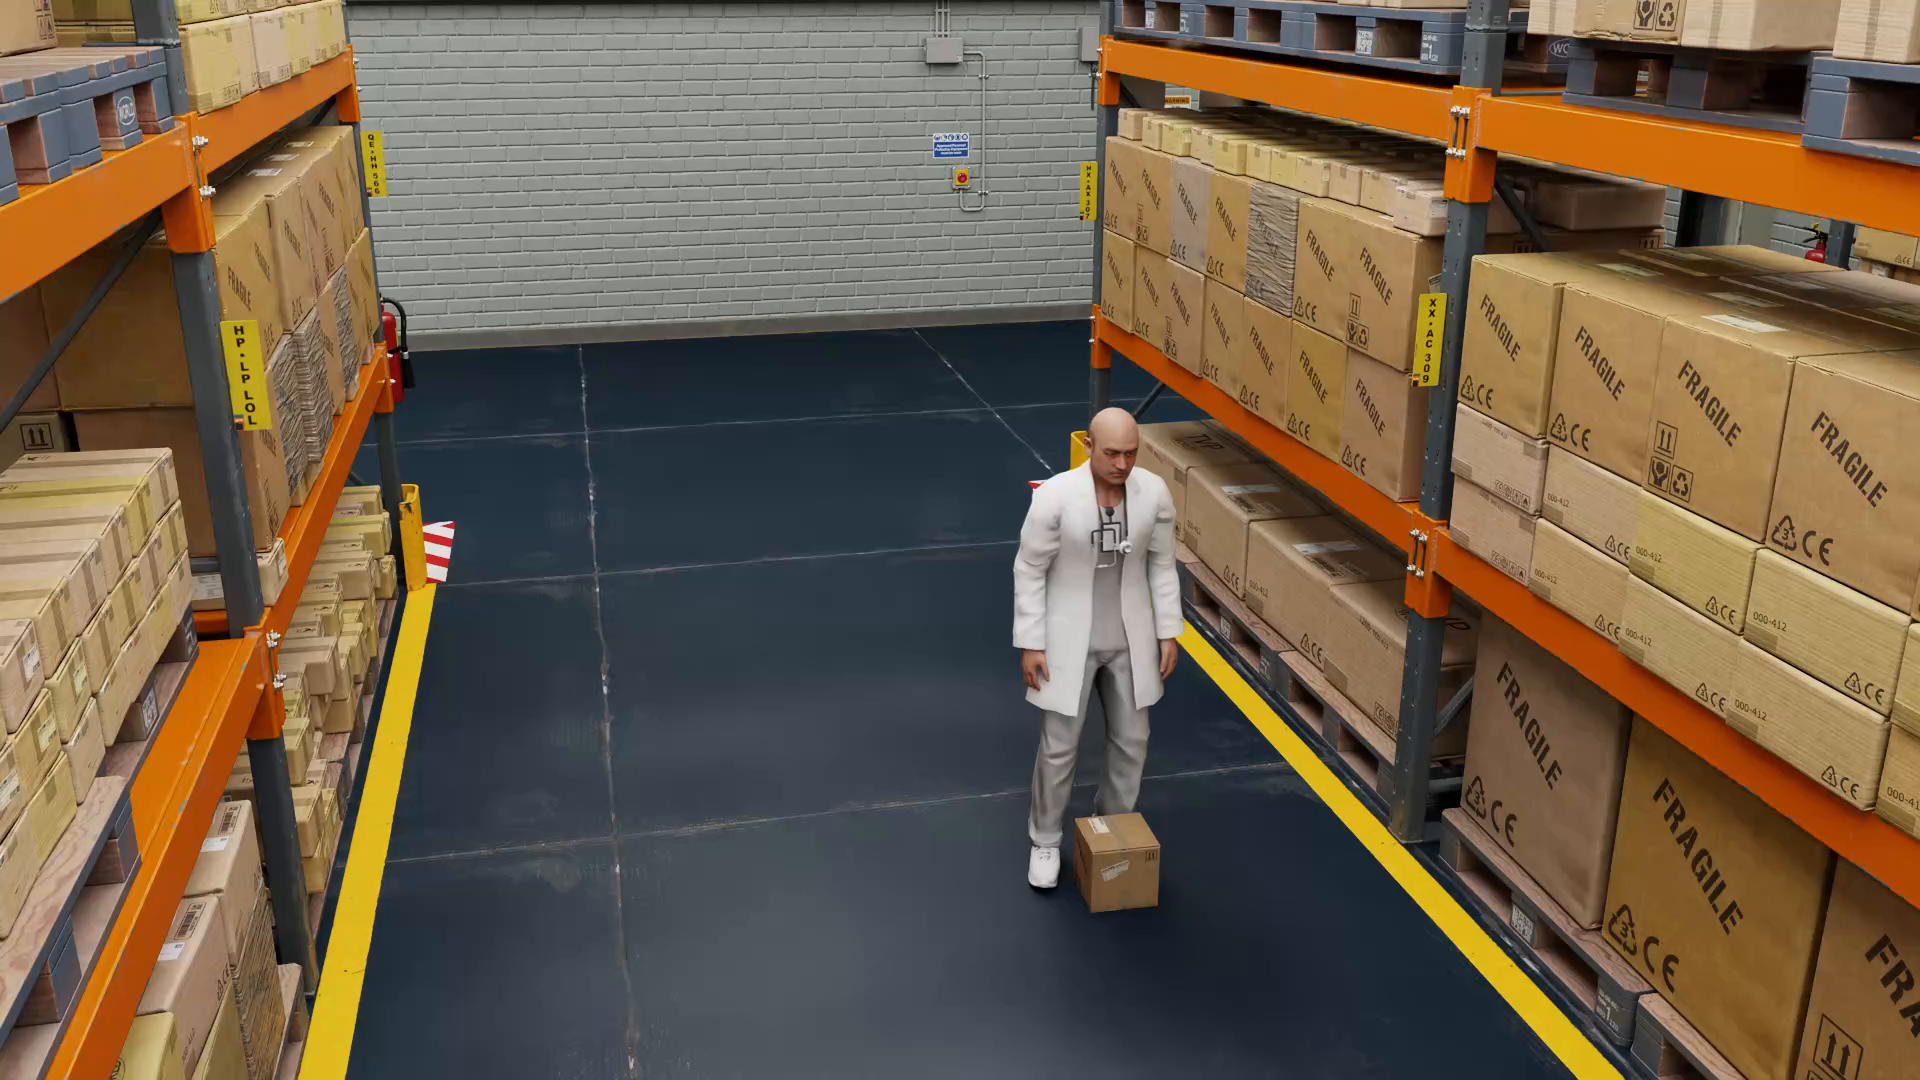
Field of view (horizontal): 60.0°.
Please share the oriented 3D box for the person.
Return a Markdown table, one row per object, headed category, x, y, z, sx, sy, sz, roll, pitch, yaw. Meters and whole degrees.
| category | x | y | z | sx | sy | sz | roll | pitch | yaw |
| --- | --- | --- | --- | --- | --- | --- | --- | --- | --- |
| person | 0.501 | 0.374 | 6.024 | 0.643 | 1.775 | 0.422 | -4 | 20 | -12 |
